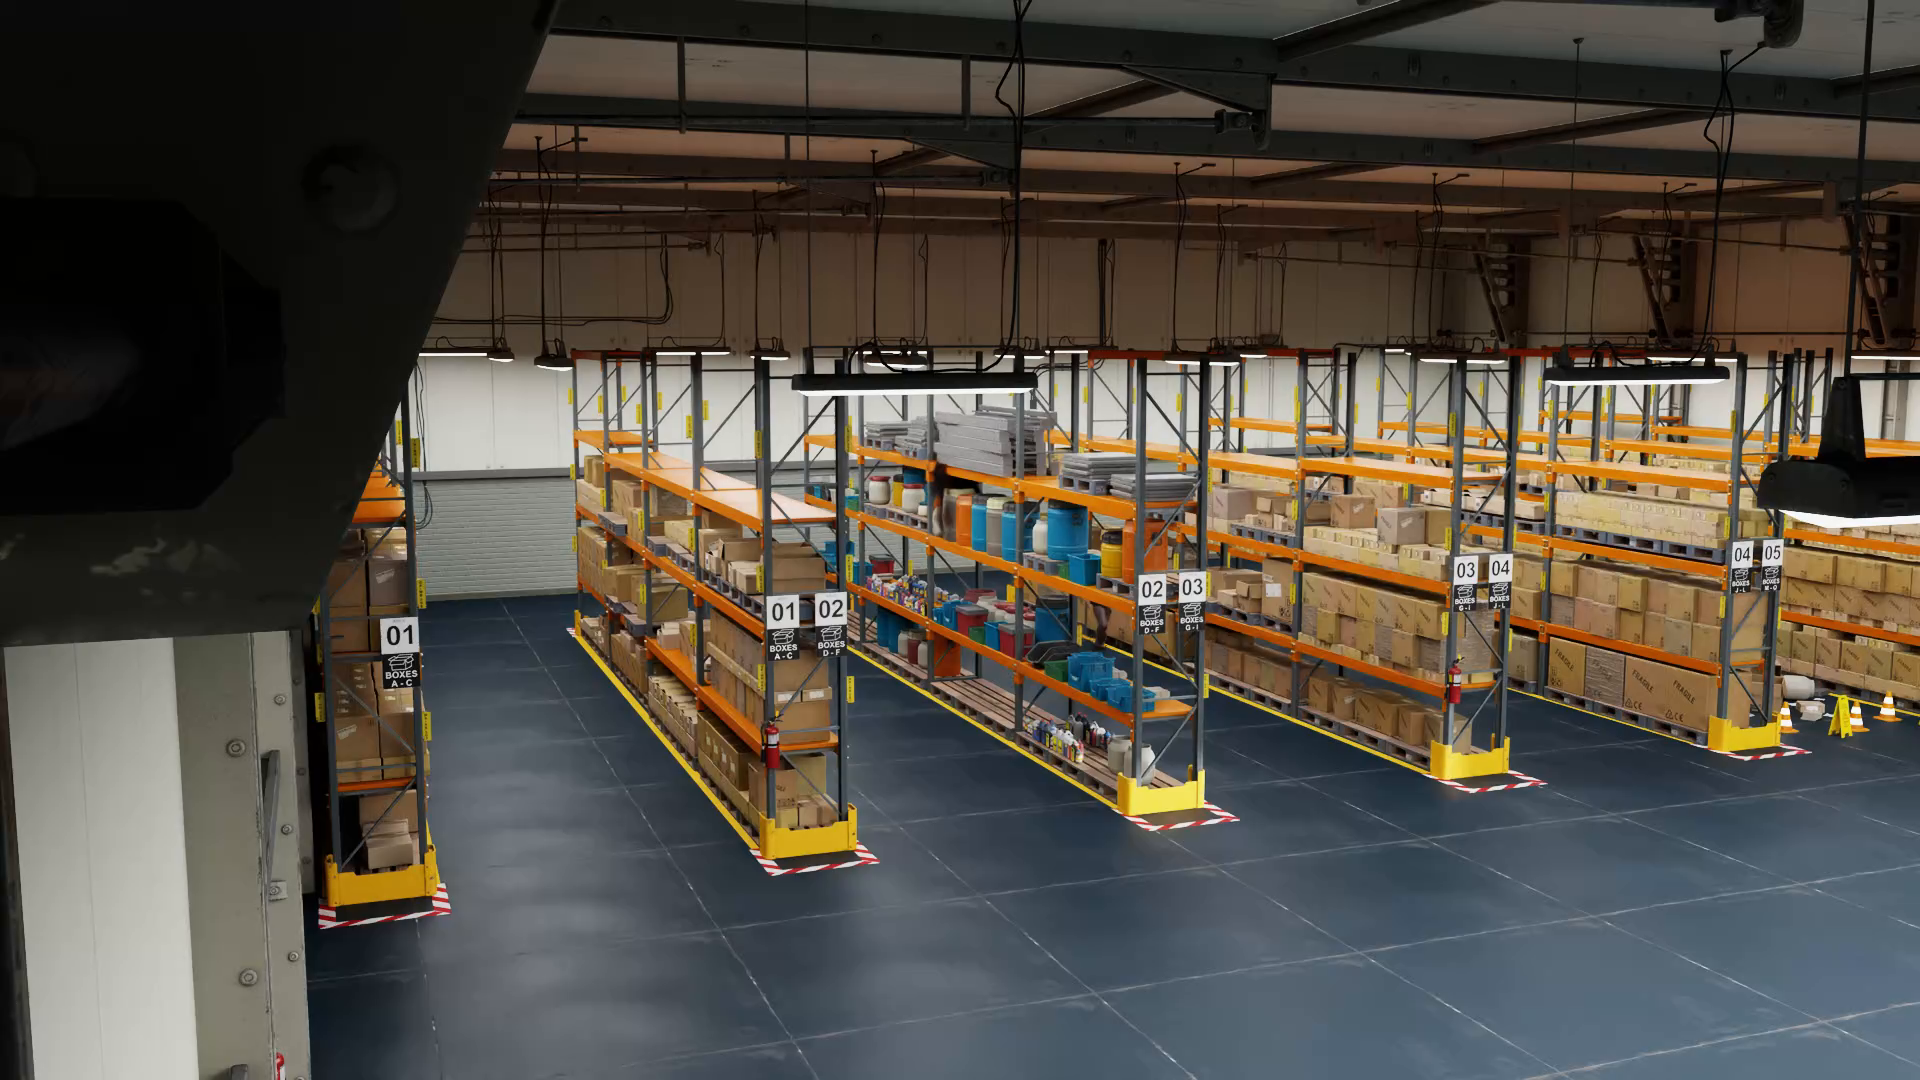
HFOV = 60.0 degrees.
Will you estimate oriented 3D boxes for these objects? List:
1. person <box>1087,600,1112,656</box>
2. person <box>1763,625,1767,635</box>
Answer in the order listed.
[{"bbox_3d":[2.715,1.309,31.494,0.619,1.809,0.713,-4,8,-28],"label":"person"},{"bbox_3d":[16.291,1.317,33.431,0.680,1.728,0.566,-3,8,-19],"label":"person"}]
